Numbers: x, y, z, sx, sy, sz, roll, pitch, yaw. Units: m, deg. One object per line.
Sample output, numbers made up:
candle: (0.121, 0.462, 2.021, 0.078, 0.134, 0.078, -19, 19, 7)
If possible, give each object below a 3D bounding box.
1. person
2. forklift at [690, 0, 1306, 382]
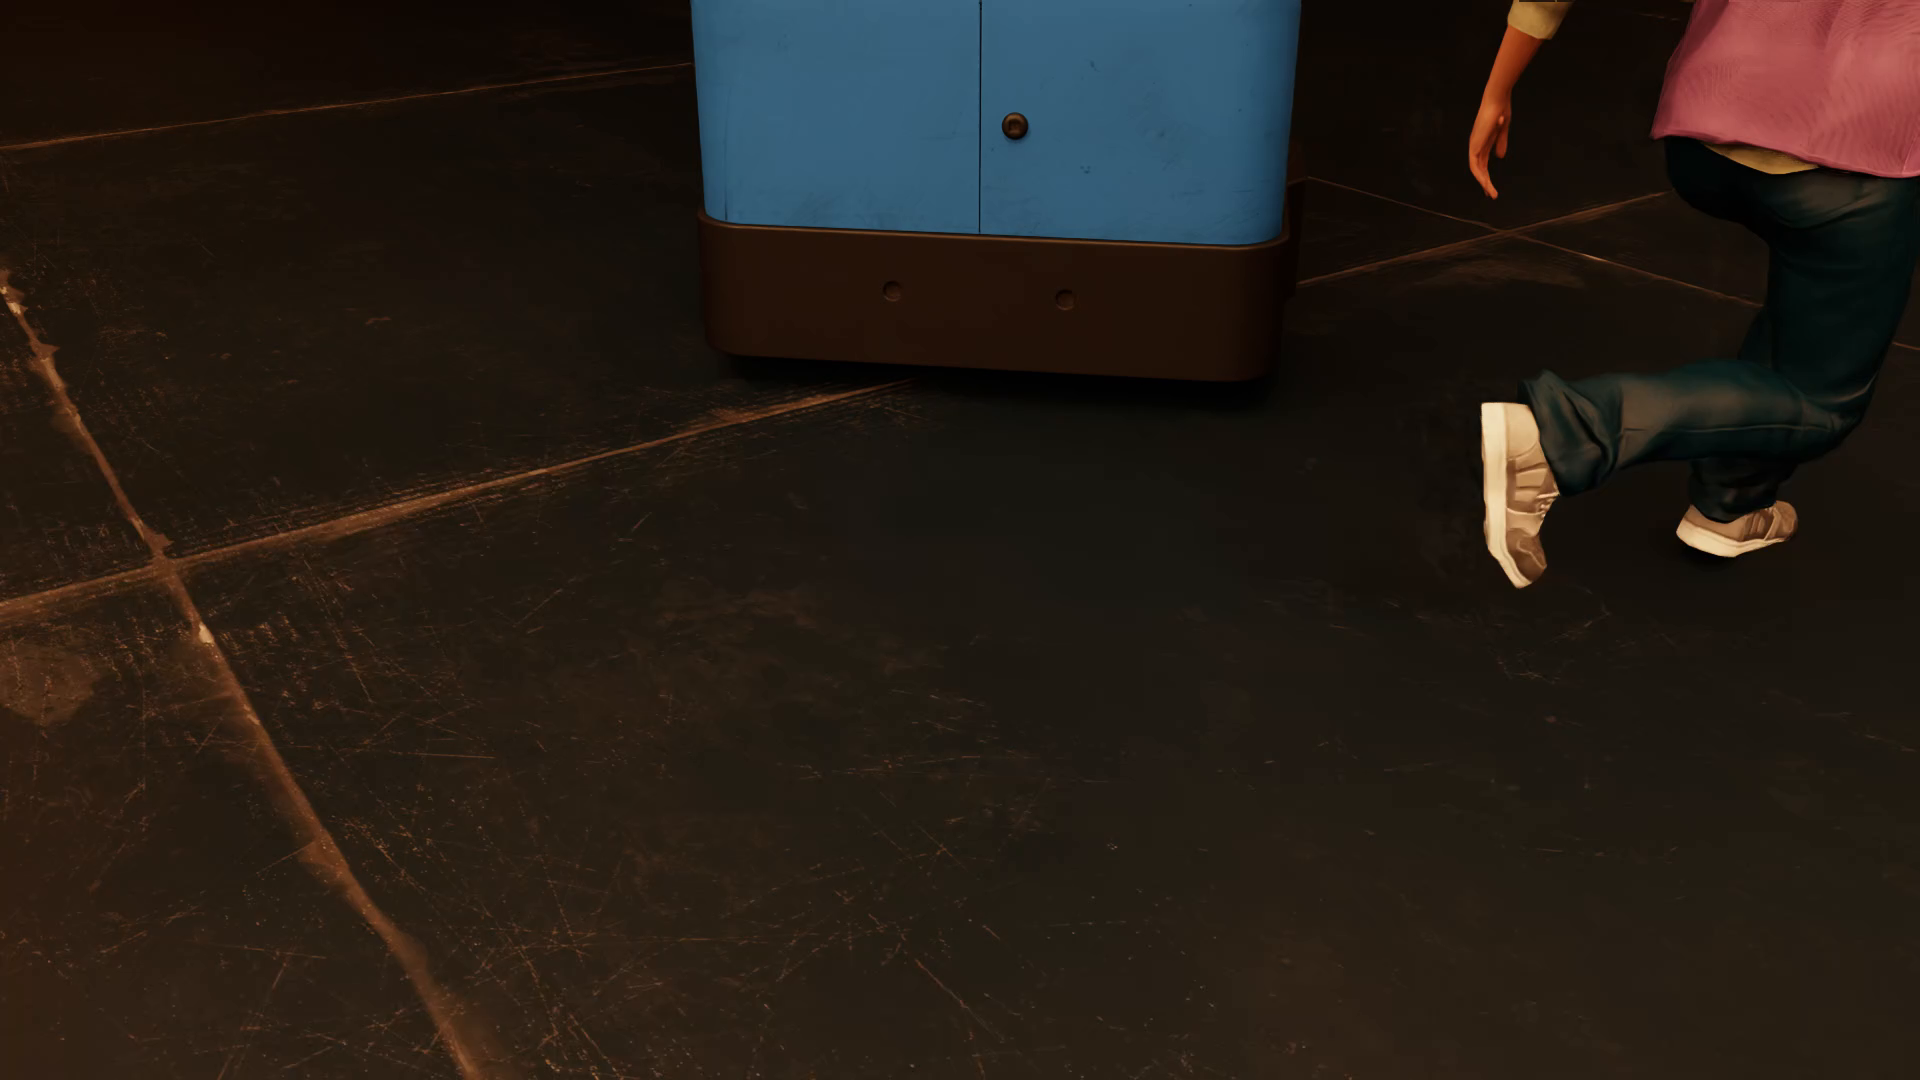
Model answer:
person: (1.009, -0.567, 2.184, 0.809, 1.346, 0.539, -20, 33, -34)
forklift: (0.262, -2.218, 3.653, 1.130, 2.935, 3.031, 4, 27, 8)
